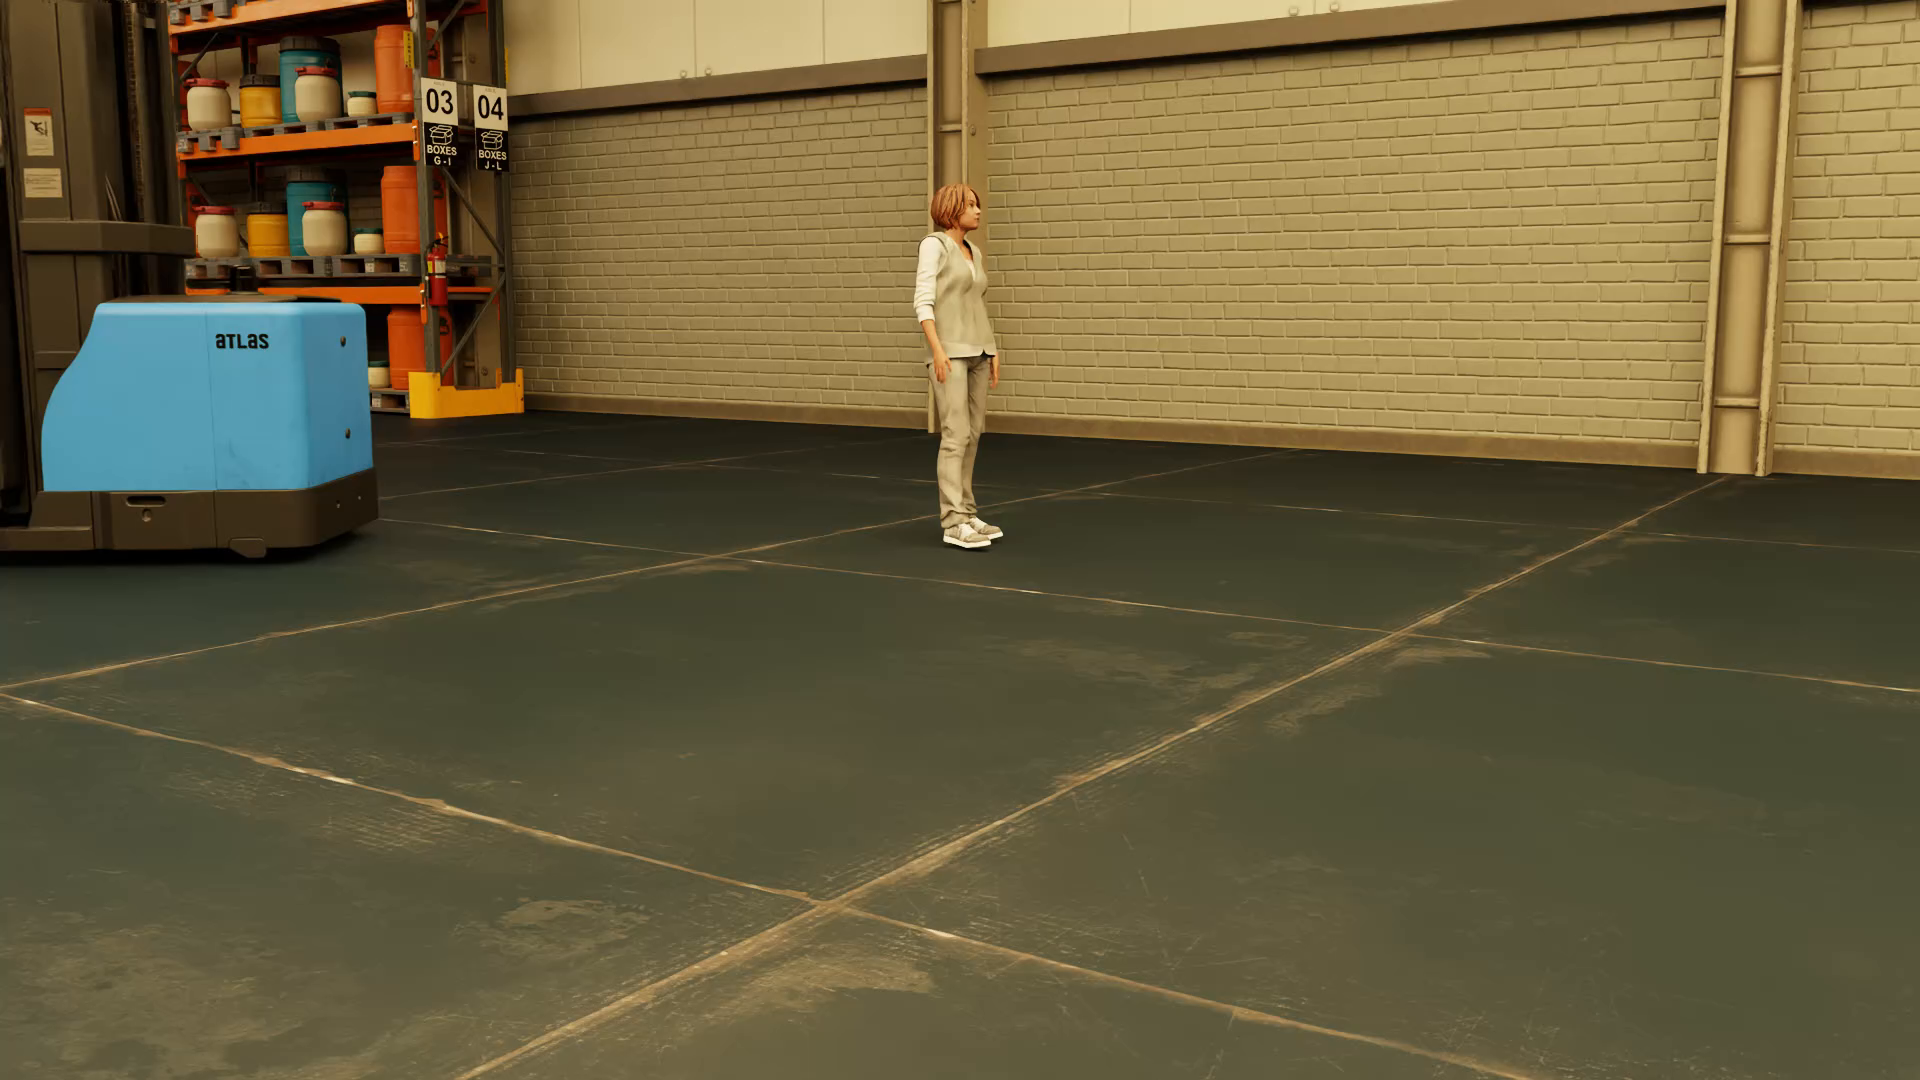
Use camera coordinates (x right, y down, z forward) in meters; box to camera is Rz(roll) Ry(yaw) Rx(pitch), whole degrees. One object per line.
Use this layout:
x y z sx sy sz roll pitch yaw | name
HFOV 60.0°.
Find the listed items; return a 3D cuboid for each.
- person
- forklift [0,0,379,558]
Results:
0.053 -0.791 7.438 0.475 1.597 0.520 5 10 34 | person
-4.221 -1.410 7.110 3.031 2.935 1.130 0 8 -3 | forklift
